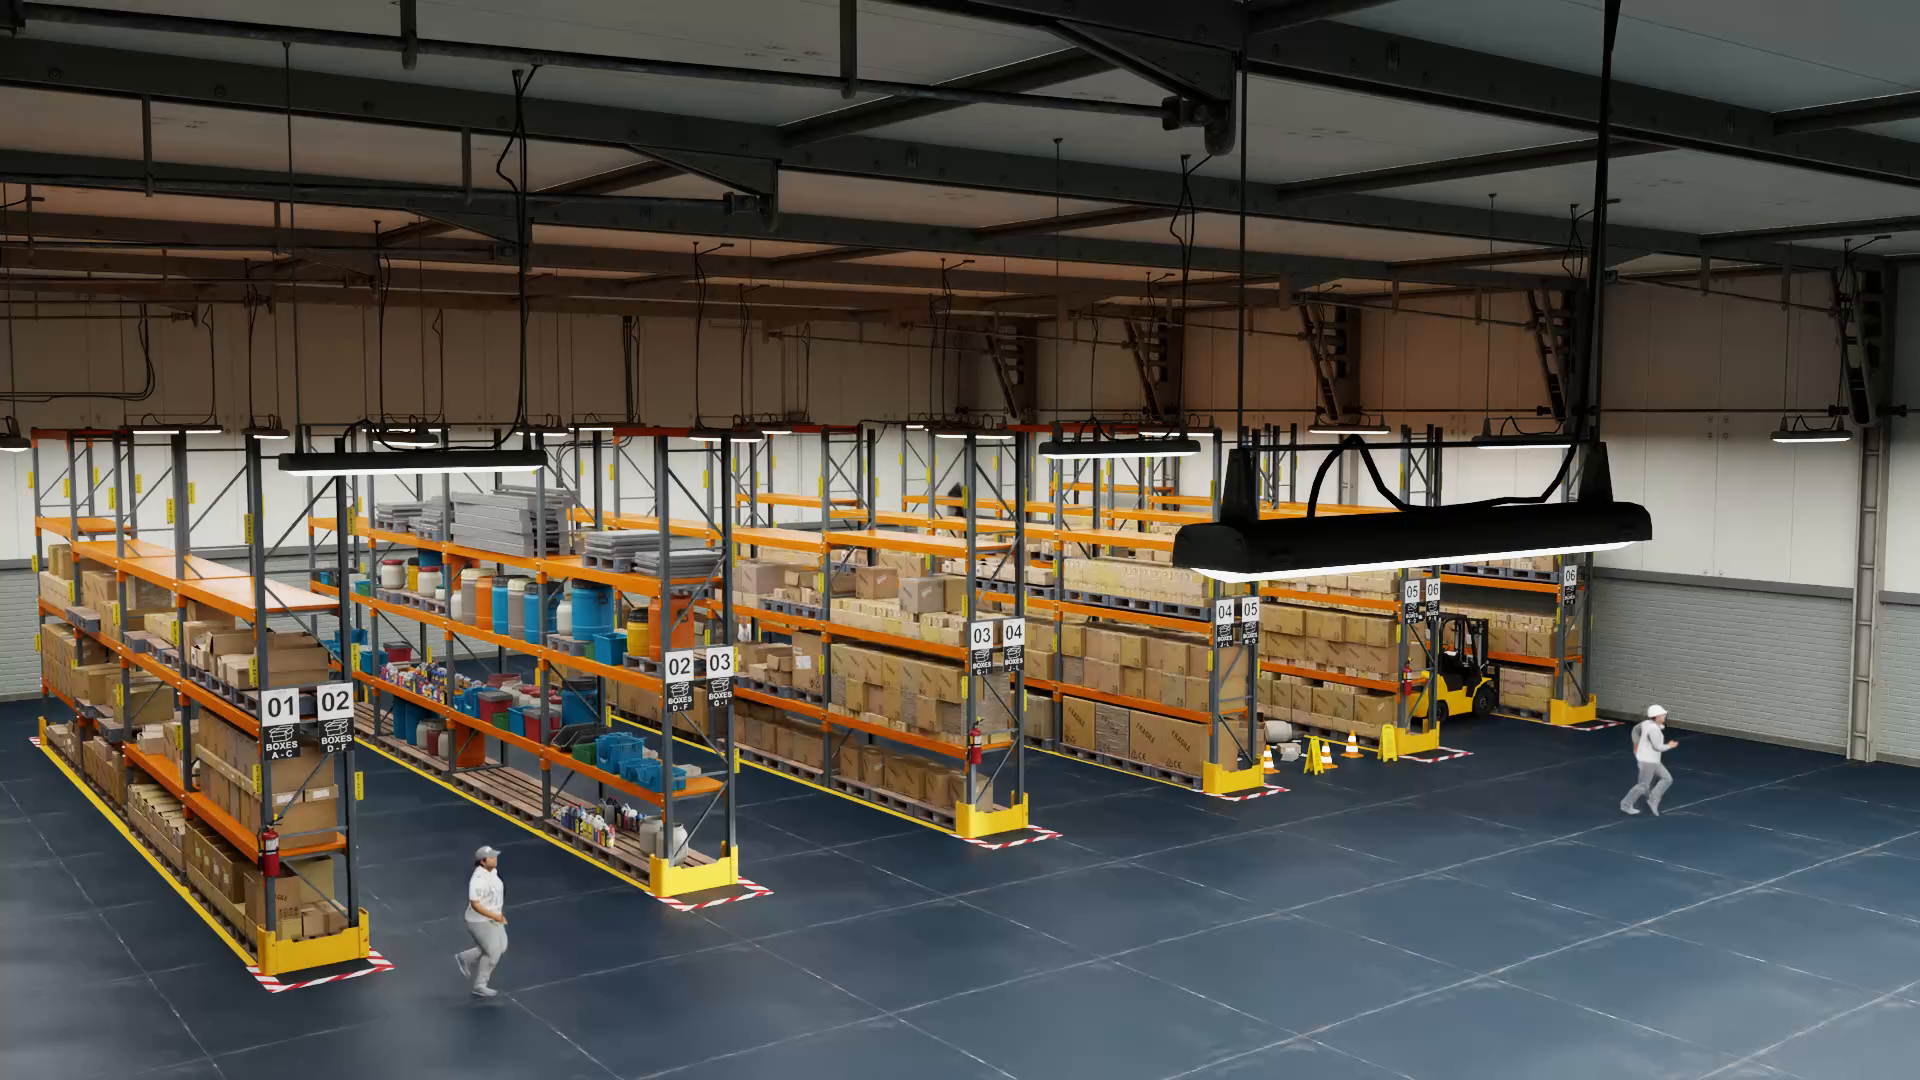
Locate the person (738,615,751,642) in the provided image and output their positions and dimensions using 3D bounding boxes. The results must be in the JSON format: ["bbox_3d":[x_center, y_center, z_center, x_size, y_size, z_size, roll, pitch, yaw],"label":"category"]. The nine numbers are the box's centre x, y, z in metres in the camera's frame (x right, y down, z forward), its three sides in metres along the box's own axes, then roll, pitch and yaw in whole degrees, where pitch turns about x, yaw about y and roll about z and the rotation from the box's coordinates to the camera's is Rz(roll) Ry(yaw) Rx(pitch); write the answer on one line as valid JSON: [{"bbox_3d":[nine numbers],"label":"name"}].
[{"bbox_3d":[-4.884,2.531,37.519,0.722,1.761,0.695,-2,5,-28],"label":"person"}]

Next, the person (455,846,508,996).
[{"bbox_3d":[-5.177,4.117,18.022,0.600,1.642,0.623,0,4,-1],"label":"person"}]

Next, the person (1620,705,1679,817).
[{"bbox_3d":[10.686,3.425,25.772,0.809,1.766,0.682,1,5,17],"label":"person"}]
